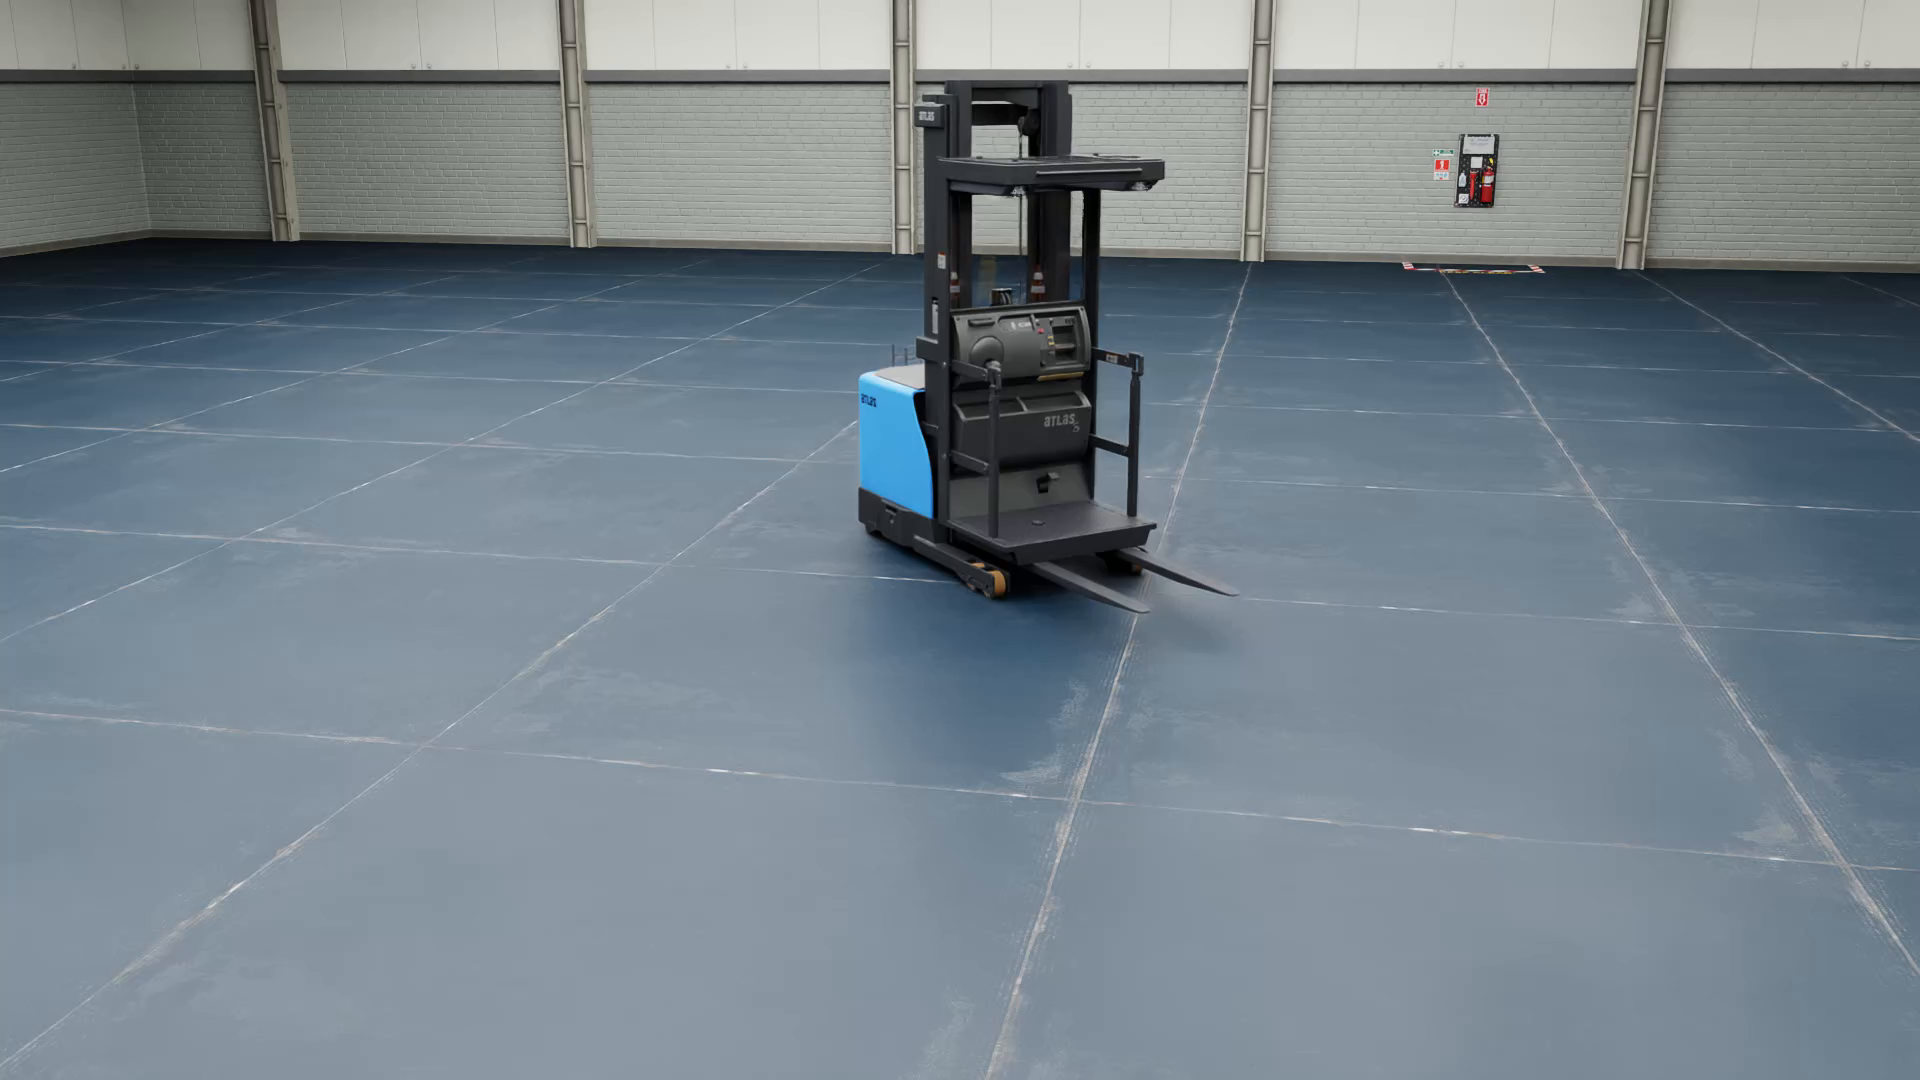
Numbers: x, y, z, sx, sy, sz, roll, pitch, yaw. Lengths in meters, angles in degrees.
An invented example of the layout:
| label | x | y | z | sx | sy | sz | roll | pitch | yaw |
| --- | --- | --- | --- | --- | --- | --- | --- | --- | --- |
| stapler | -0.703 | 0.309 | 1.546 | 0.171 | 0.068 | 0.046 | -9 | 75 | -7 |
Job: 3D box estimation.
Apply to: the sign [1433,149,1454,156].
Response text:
| label | x | y | z | sx | sy | sz | roll | pitch | yaw |
| --- | --- | --- | --- | --- | --- | --- | --- | --- | --- |
| sign | 7.864 | -6.298 | 27.049 | 0.331 | 0.109 | 0.001 | 3 | 16 | 11 |

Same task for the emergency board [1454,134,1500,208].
| label | x | y | z | sx | sy | sz | roll | pitch | yaw |
| --- | --- | --- | --- | --- | --- | --- | --- | --- | --- |
| emergency board | 8.382 | -5.972 | 26.931 | 0.643 | 1.169 | 0.194 | 3 | 16 | 11 |

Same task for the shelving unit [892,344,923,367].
| label | x | y | z | sx | sy | sz | roll | pitch | yaw |
| --- | --- | --- | --- | --- | --- | --- | --- | --- | --- |
| shelving unit | -0.315 | -0.748 | 11.446 | 0.258 | 1.200 | 0.189 | -9 | 18 | -29 |

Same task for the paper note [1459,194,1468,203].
| label | x | y | z | sx | sy | sz | roll | pitch | yaw |
| --- | --- | --- | --- | --- | --- | --- | --- | --- | --- |
| paper note | 8.222 | -5.574 | 27.147 | 0.142 | 0.148 | 0.016 | 3 | 16 | 11 |

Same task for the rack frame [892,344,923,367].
| label | x | y | z | sx | sy | sz | roll | pitch | yaw |
| --- | --- | --- | --- | --- | --- | --- | --- | --- | --- |
| rack frame | -0.361 | -0.770 | 11.523 | 0.240 | 1.200 | 0.006 | -9 | 18 | -29 |

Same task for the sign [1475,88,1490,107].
| label | x | y | z | sx | sy | sz | roll | pitch | yaw |
| --- | --- | --- | --- | --- | --- | --- | --- | --- | --- |
| sign | 8.394 | -7.115 | 26.717 | 0.199 | 0.298 | 0.001 | 3 | 16 | 11 |

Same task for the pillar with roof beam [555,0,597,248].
| label | x | y | z | sx | sy | sz | roll | pitch | yaw |
| --- | --- | --- | --- | --- | --- | --- | --- | --- | --- |
| pillar with roof beam | -7.701 | -8.553 | 25.010 | 0.400 | 9.000 | 9.100 | 3 | 16 | 11 |

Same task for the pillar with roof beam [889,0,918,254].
| label | x | y | z | sx | sy | sz | roll | pitch | yaw |
| --- | --- | --- | --- | --- | --- | --- | --- | --- | --- |
| pillar with roof beam | -1.821 | -8.233 | 23.858 | 0.400 | 9.000 | 9.100 | 3 | 16 | 11 |

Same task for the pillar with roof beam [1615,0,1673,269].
| label | x | y | z | sx | sy | sz | roll | pitch | yaw |
| --- | --- | --- | --- | --- | --- | --- | --- | --- | --- |
| pillar with roof beam | 9.938 | -7.595 | 21.554 | 0.400 | 9.000 | 9.100 | 3 | 16 | 11 |

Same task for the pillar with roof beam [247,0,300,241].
| label | x | y | z | sx | sy | sz | roll | pitch | yaw |
| --- | --- | --- | --- | --- | --- | --- | --- | --- | --- |
| pillar with roof beam | -13.580 | -8.872 | 26.163 | 0.400 | 9.000 | 9.100 | 3 | 16 | 11 |

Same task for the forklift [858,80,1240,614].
| label | x | y | z | sx | sy | sz | roll | pitch | yaw |
| --- | --- | --- | --- | --- | --- | --- | --- | --- | --- |
| forklift | 0.490 | -1.209 | 9.866 | 1.130 | 2.935 | 3.031 | -9 | 18 | -29 |

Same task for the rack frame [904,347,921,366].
| label | x | y | z | sx | sy | sz | roll | pitch | yaw |
| --- | --- | --- | --- | --- | --- | --- | --- | --- | --- |
| rack frame | -0.269 | -0.727 | 11.370 | 0.240 | 1.200 | 0.006 | -9 | 18 | -29 |

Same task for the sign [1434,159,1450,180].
| label | x | y | z | sx | sy | sz | roll | pitch | yaw |
| --- | --- | --- | --- | --- | --- | --- | --- | --- | --- |
| sign | 7.861 | -6.045 | 27.129 | 0.234 | 0.329 | 0.001 | 3 | 16 | 11 |

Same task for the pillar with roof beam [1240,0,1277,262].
| label | x | y | z | sx | sy | sz | roll | pitch | yaw |
| --- | --- | --- | --- | --- | --- | --- | --- | --- | --- |
| pillar with roof beam | 4.059 | -7.914 | 22.706 | 0.400 | 9.000 | 9.100 | 3 | 16 | 11 |
